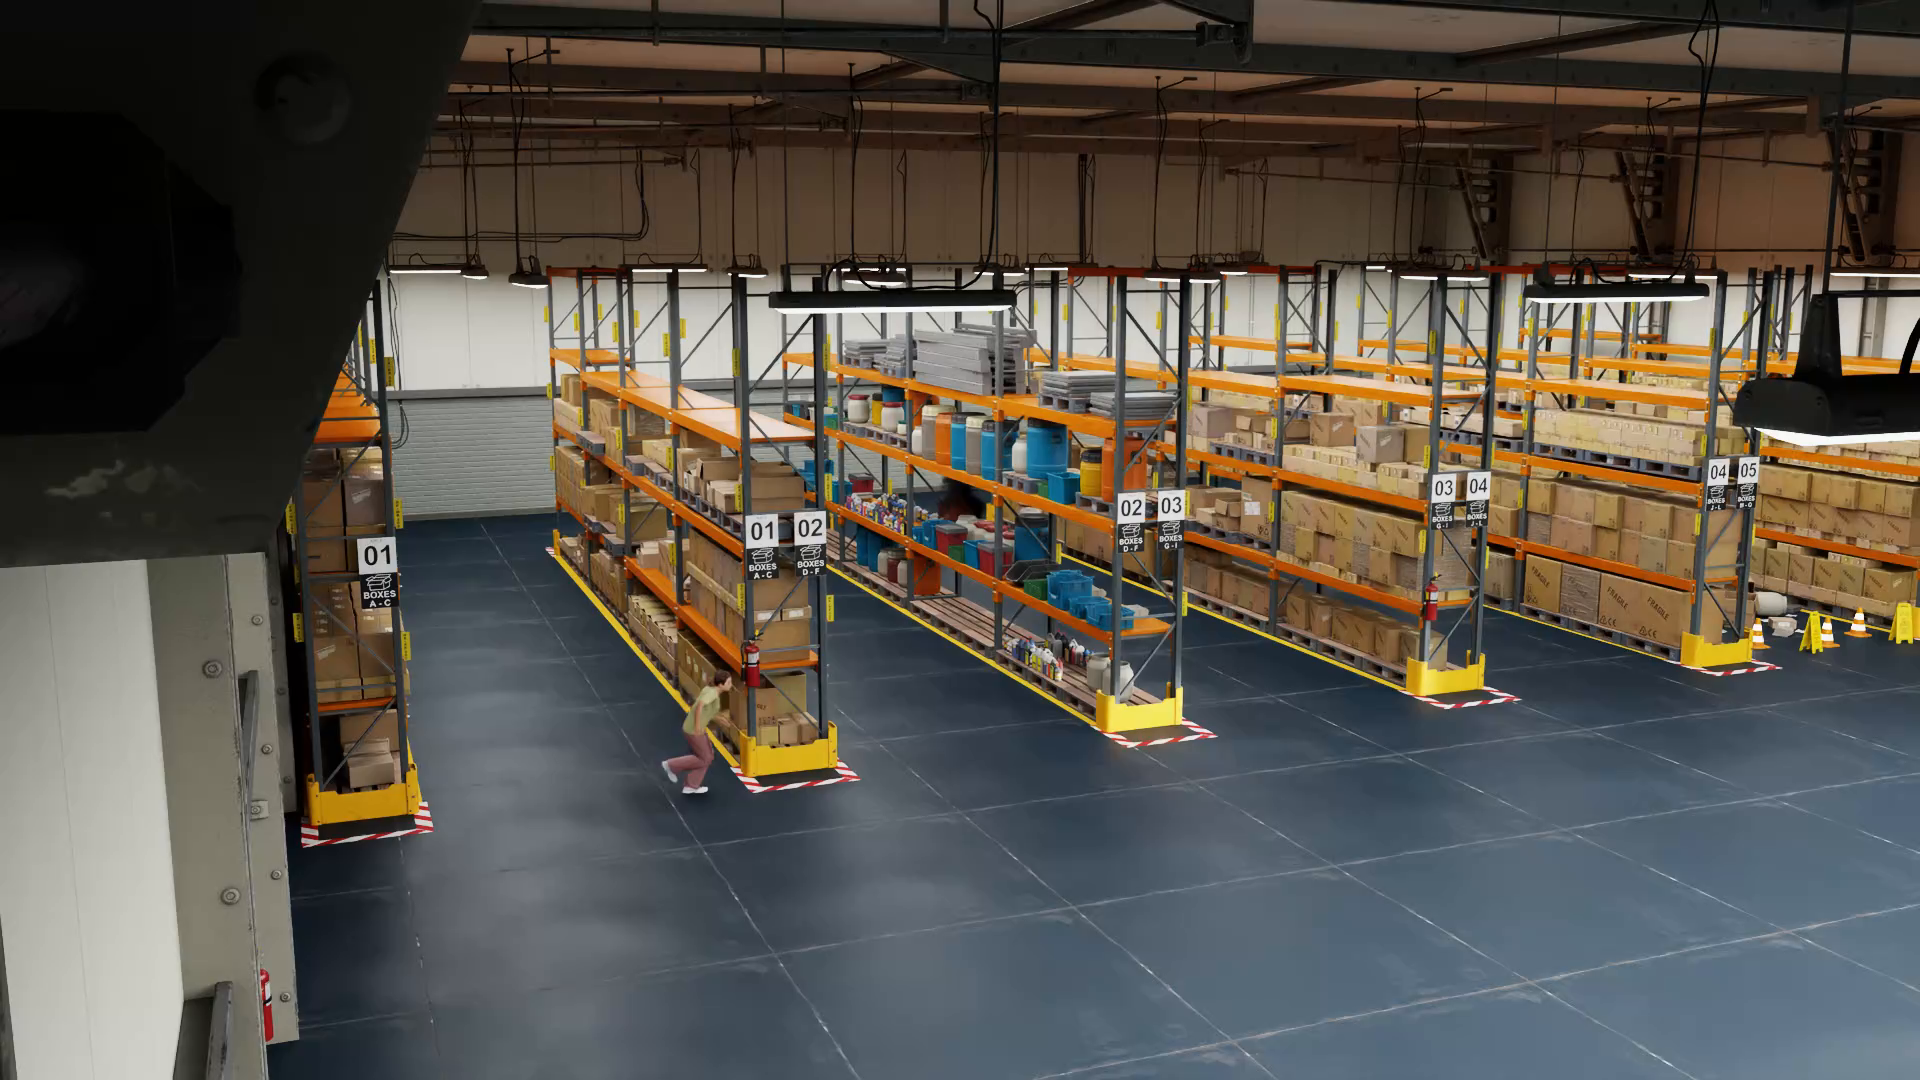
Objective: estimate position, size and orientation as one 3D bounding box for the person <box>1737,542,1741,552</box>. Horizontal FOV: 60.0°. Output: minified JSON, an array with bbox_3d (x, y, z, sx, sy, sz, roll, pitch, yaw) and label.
[{"bbox_3d":[15.858,-0.262,33.862,0.612,1.480,0.840,-7,12,-36],"label":"person"}]

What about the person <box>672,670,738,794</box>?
[{"bbox_3d":[-2.986,2.259,19.456,0.774,1.492,0.605,-1,10,-4],"label":"person"}]

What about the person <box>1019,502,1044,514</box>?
[{"bbox_3d":[1.438,-0.478,32.903,0.683,1.850,0.843,-5,11,-25],"label":"person"}]
